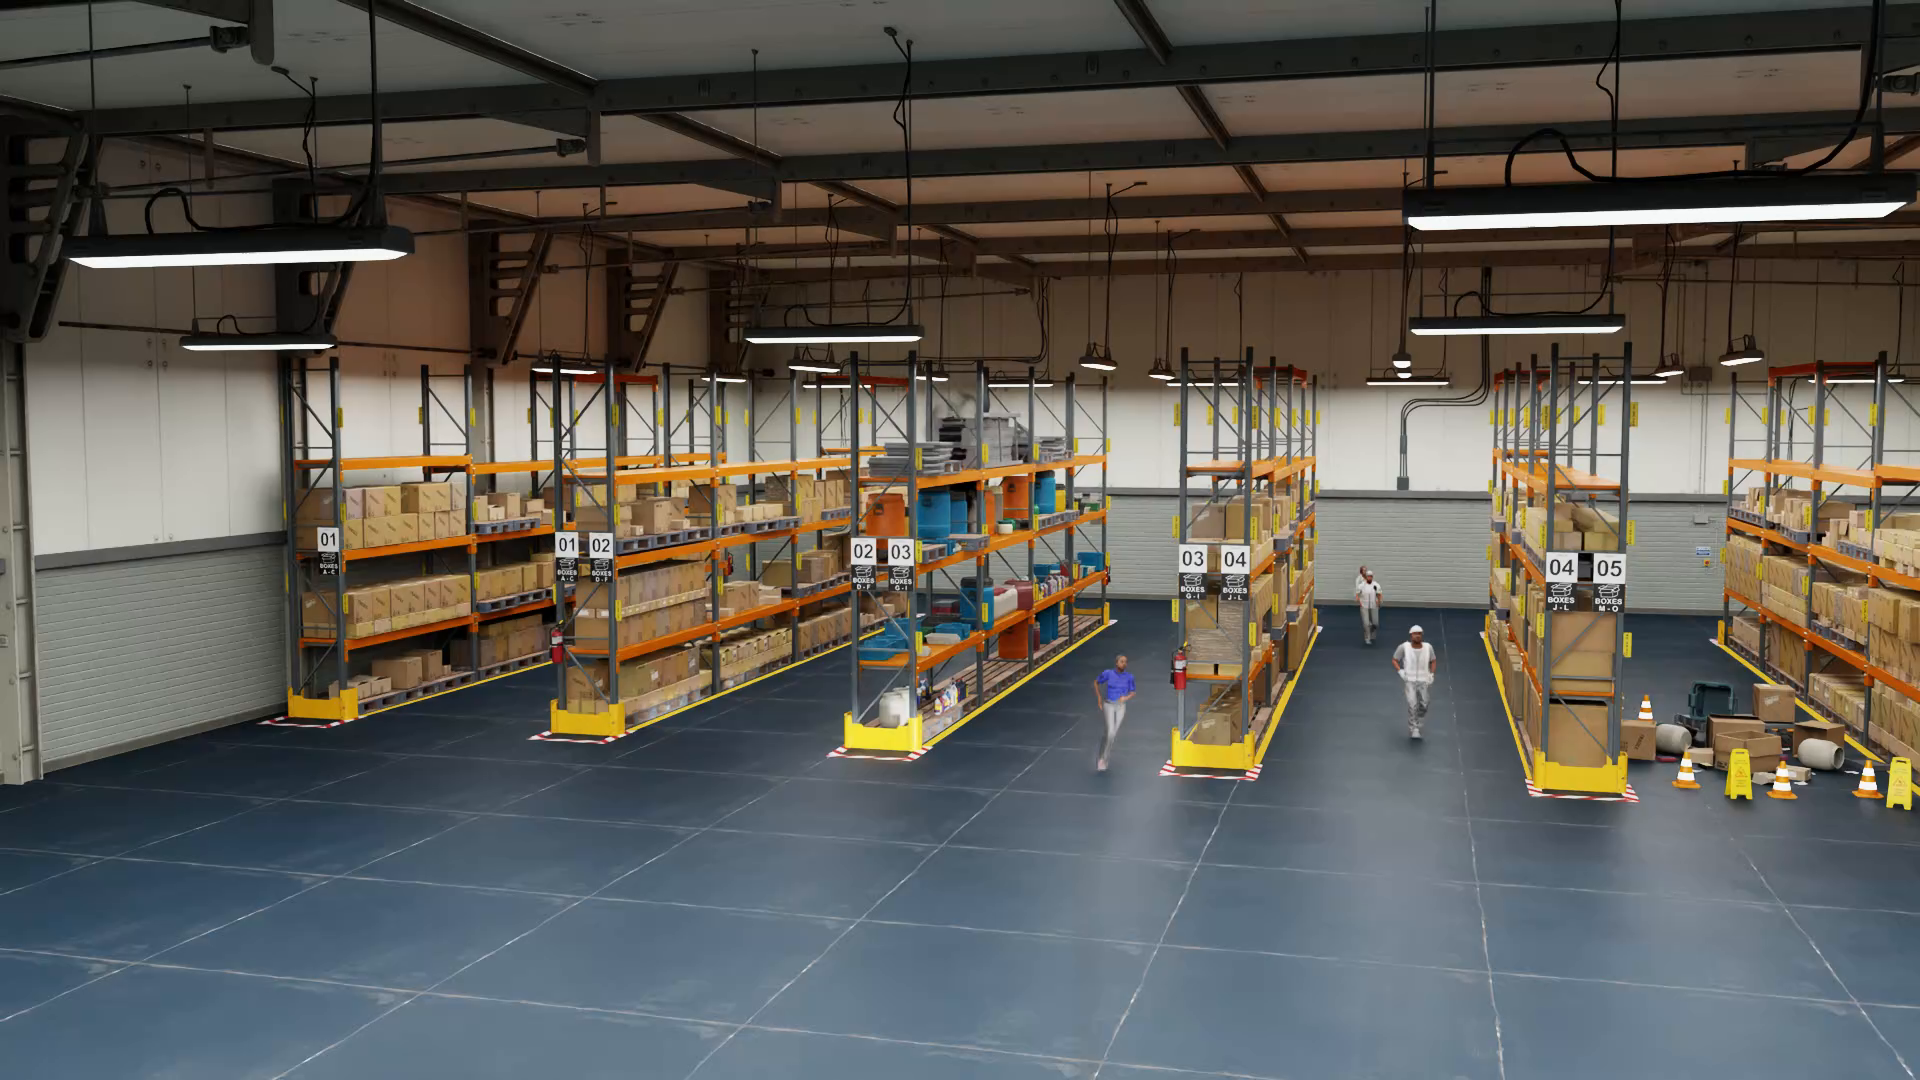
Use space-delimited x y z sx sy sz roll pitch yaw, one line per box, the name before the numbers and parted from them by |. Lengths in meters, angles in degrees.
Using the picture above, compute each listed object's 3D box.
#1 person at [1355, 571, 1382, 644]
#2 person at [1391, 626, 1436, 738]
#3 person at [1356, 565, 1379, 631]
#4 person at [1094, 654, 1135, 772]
person | 9.050 1.490 36.817 0.593 1.619 0.545 1 4 9
person | 7.142 2.208 26.160 0.690 1.747 0.591 0 4 5
person | 9.533 1.364 39.002 0.596 1.560 0.600 -1 4 -10
person | 2.206 2.454 23.783 0.580 1.668 0.660 -1 4 -11
